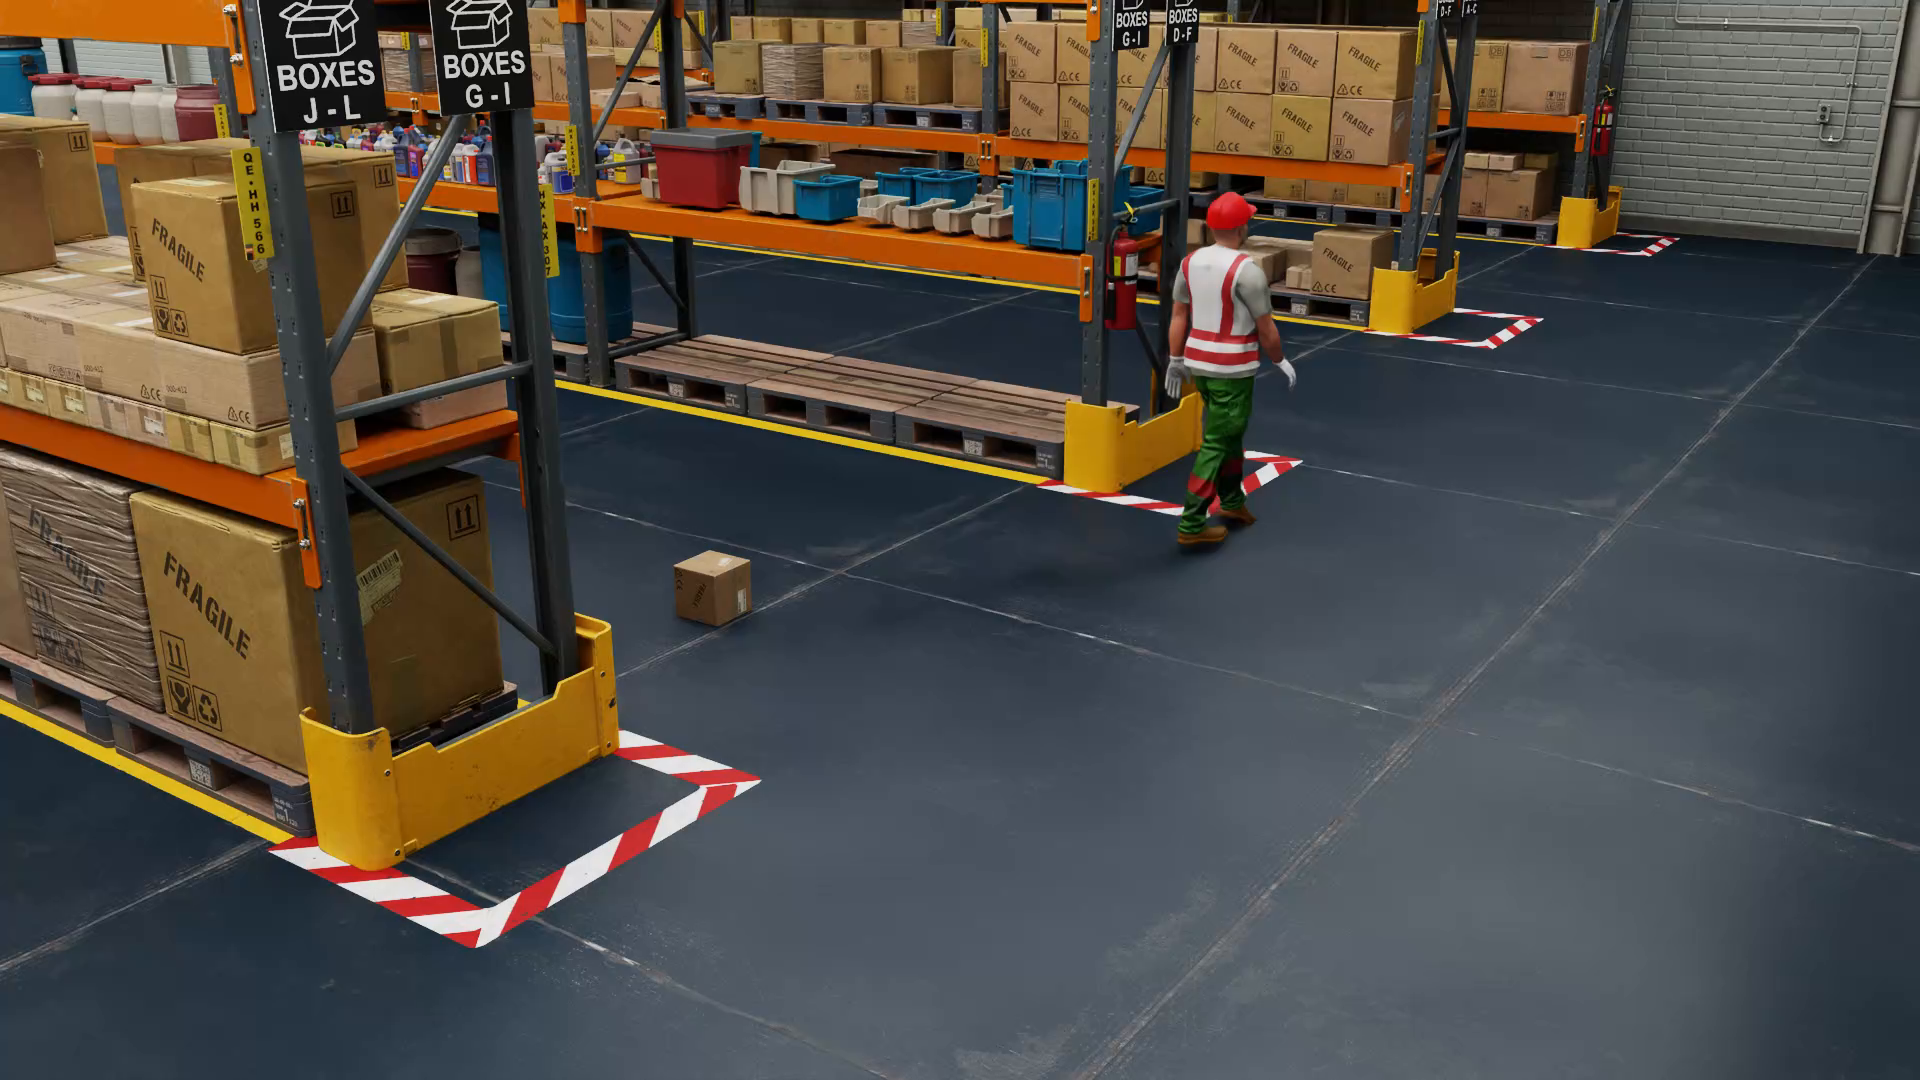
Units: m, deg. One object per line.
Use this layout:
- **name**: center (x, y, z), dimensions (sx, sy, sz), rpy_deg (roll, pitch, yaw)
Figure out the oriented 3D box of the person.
- **person**: center (1.383, -0.850, 8.443), dimensions (0.717, 1.827, 0.542), rpy_deg (-13, 23, -32)
